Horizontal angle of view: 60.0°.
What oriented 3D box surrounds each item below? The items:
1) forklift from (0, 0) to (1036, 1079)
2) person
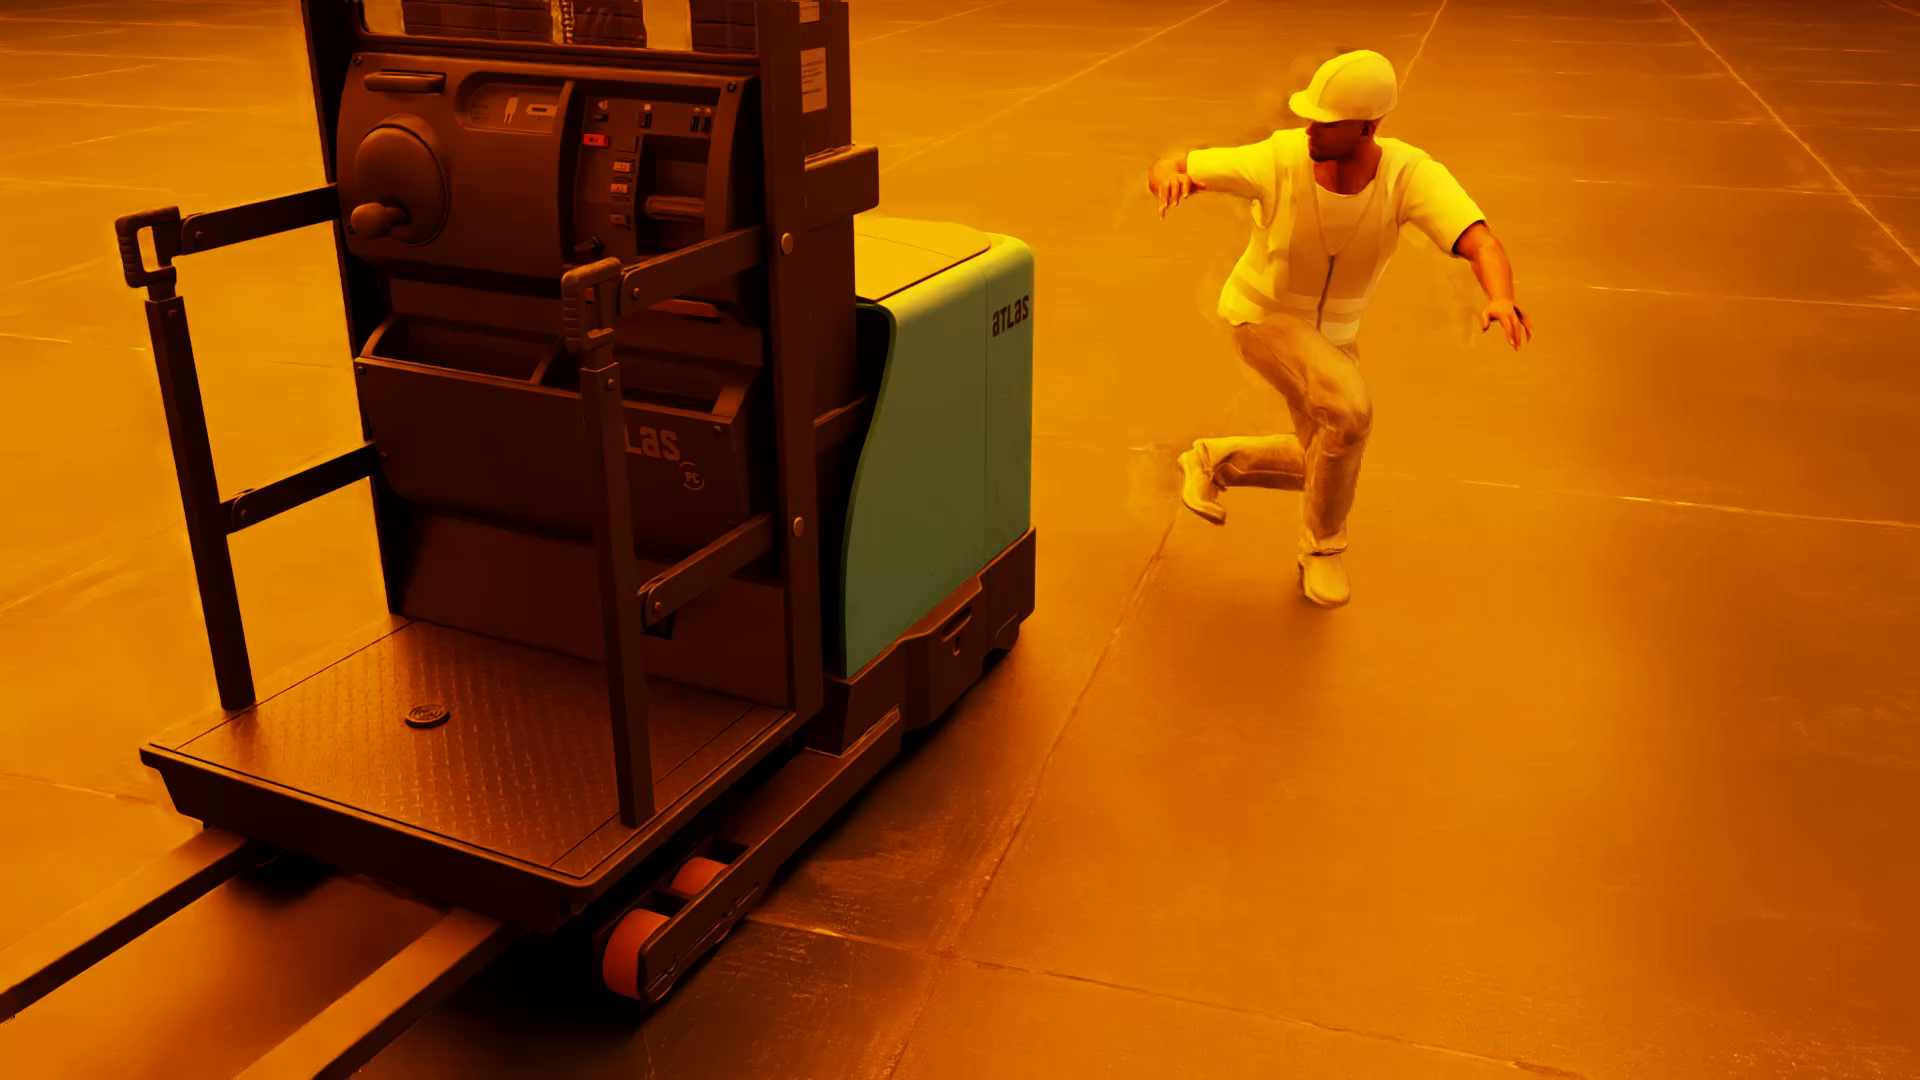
[{"bbox_3d":[-0.902,-0.697,2.967,1.130,2.935,3.031,11,25,24],"label":"forklift"},{"bbox_3d":[0.953,-0.548,4.517,0.880,1.498,1.139,-8,24,-19],"label":"person"}]
